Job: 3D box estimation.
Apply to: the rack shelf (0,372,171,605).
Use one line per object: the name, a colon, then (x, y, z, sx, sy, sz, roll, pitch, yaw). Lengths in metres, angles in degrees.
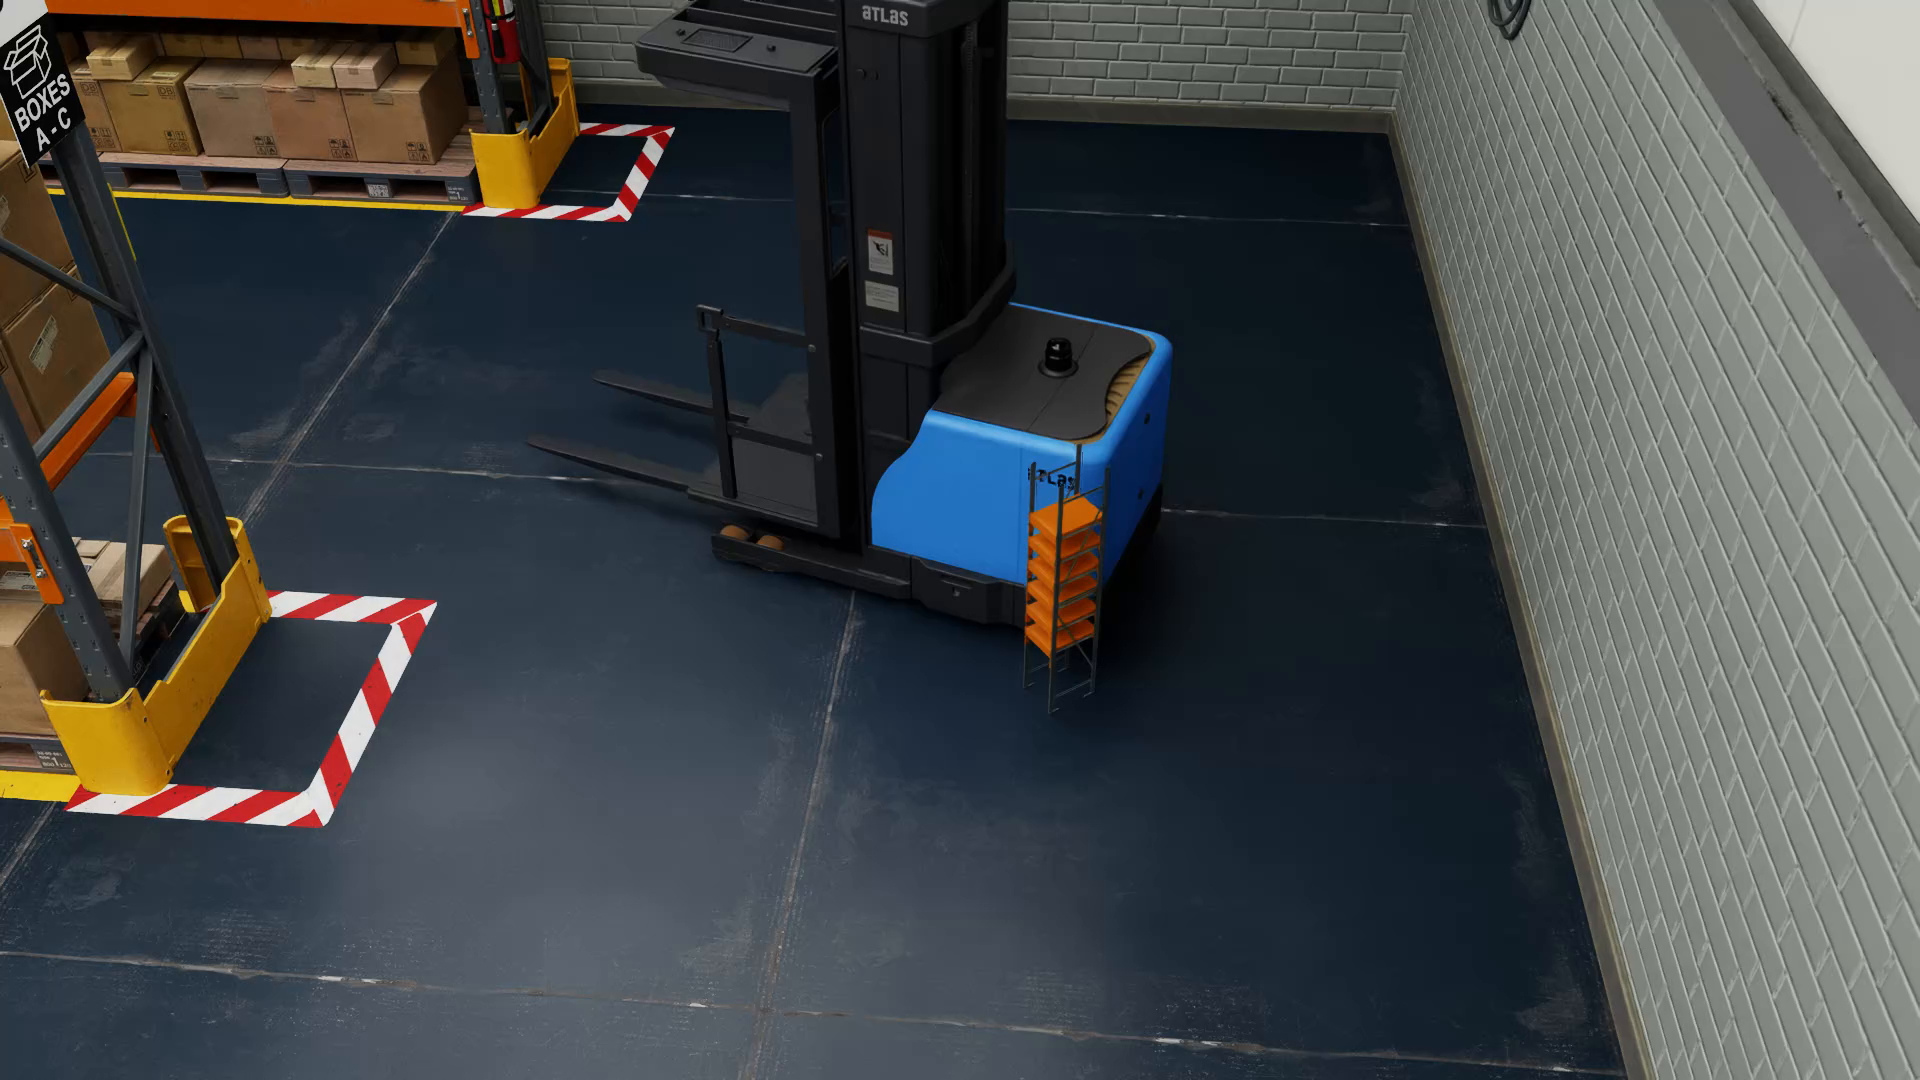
rack shelf: (-5.242, -0.337, 6.528, 4.000, 0.370, 1.077, 3, 39, 4)

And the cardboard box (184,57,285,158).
cardboard box: (-4.532, -2.845, 10.687, 0.500, 0.500, 0.700, 2, 39, 2)

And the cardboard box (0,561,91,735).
cardboard box: (-3.813, 0.417, 6.663, 0.500, 0.500, 0.500, 3, 39, 4)

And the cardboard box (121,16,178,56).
cardboard box: (-5.163, -3.257, 10.680, 0.250, 0.149, 0.380, 4, 39, 4)

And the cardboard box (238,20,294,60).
cardboard box: (-4.398, -3.216, 10.629, 0.250, 0.149, 0.380, 4, 39, 4)

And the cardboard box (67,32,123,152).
cardboard box: (-5.575, -2.899, 10.754, 0.500, 0.500, 0.700, 3, 39, 3)

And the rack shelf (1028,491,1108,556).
rack shelf: (0.423, -0.065, 6.550, 0.258, 0.103, 0.180, -23, 44, -25)

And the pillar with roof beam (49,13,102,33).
pillar with roof beam: (-6.410, -3.965, 5.664, 0.400, 9.000, 9.100, 3, 39, 4)

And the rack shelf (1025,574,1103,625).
rack shelf: (0.423, 0.214, 6.778, 0.258, 0.103, 0.180, -23, 44, -25)

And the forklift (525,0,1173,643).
forklift: (-0.615, -1.282, 7.174, 3.031, 2.935, 1.130, 15, 41, 17)

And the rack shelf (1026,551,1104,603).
rack shelf: (0.423, 0.121, 6.702, 0.258, 0.103, 0.180, -23, 44, -25)

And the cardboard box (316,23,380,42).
cardboard box: (-3.895, -3.189, 10.596, 0.250, 0.149, 0.380, 3, 39, 4)

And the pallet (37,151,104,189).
pallet: (-6.060, -2.668, 11.031, 1.213, 0.211, 1.003, 3, 39, 4)

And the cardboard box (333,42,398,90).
cardboard box: (-3.676, -2.935, 10.284, 0.250, 0.149, 0.380, 3, 39, 3)

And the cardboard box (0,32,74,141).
cardboard box: (-6.075, -2.929, 10.790, 0.500, 0.500, 0.700, 4, 39, 4)

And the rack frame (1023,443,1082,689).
rack frame: (0.373, 0.131, 6.809, 0.240, 1.200, 0.006, -23, 44, -25)

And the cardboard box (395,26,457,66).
cardboard box: (-3.390, -3.162, 10.562, 0.250, 0.149, 0.380, 3, 39, 4)

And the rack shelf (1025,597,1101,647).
rack shelf: (0.423, 0.307, 6.853, 0.258, 0.103, 0.180, -23, 44, -25)

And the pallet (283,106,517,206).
pallet: (-3.629, -2.535, 10.868, 1.213, 0.211, 1.003, 3, 39, 4)

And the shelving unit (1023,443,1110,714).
shelving unit: (0.423, 0.179, 6.750, 0.258, 1.200, 0.189, -23, 44, -25)

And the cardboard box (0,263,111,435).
cardboard box: (-3.669, -0.736, 6.369, 0.500, 0.500, 0.500, 4, 39, 5)

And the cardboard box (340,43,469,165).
cardboard box: (-3.532, -2.791, 10.621, 0.500, 0.500, 0.700, 3, 39, 4)

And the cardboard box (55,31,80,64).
cardboard box: (-5.749, -3.047, 10.421, 0.250, 0.149, 0.380, 4, 39, 5)

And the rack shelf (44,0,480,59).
rack shelf: (-4.819, -3.452, 10.356, 4.000, 0.370, 1.077, 3, 39, 4)

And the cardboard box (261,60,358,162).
cardboard box: (-4.030, -2.818, 10.654, 0.500, 0.500, 0.700, 3, 39, 4)

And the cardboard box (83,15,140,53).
cardboard box: (-5.414, -3.272, 10.697, 0.250, 0.149, 0.380, 2, 39, 2)

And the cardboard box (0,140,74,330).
cardboard box: (-3.669, -1.123, 6.053, 0.500, 0.500, 0.500, 4, 39, 5)

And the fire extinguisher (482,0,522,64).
fire extinguisher: (-2.716, -3.149, 9.770, 0.183, 0.674, 0.296, 3, 39, 4)

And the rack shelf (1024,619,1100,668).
rack shelf: (0.423, 0.400, 6.929, 0.258, 0.103, 0.180, -23, 44, -25)

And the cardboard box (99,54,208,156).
cardboard box: (-5.063, -2.870, 10.717, 0.500, 0.500, 0.700, 4, 39, 5)

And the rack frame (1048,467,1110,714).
rack frame: (0.474, 0.228, 6.690, 0.240, 1.200, 0.006, -23, 44, -25)

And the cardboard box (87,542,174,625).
cardboard box: (-3.637, 0.189, 7.222, 0.250, 0.149, 0.380, 3, 39, 4)

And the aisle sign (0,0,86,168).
aisle sign: (-3.156, -1.696, 5.569, 0.004, 0.787, 0.394, 3, 39, 4)

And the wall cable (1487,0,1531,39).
wall cable: (2.778, -4.212, 8.427, 0.112, 2.526, 3.097, 3, 39, 4)

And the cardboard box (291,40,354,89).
cardboard box: (-3.930, -2.949, 10.300, 0.250, 0.149, 0.380, 4, 39, 5)

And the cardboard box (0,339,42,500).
cardboard box: (-3.719, -0.399, 5.955, 0.500, 0.500, 0.500, 4, 39, 5)

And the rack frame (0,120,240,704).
rack frame: (-3.250, -0.507, 6.167, 0.127, 3.000, 1.000, 3, 39, 4)

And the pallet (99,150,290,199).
pallet: (-4.841, -2.603, 10.952, 1.213, 0.211, 1.003, 3, 39, 4)

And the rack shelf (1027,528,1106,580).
rack shelf: (0.423, 0.028, 6.626, 0.258, 0.103, 0.180, -23, 44, -25)

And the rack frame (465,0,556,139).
rack frame: (-2.826, -3.622, 9.995, 0.127, 3.000, 1.000, 3, 39, 4)

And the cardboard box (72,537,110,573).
cardboard box: (-3.886, 0.169, 7.233, 0.250, 0.166, 0.380, 3, 39, 4)

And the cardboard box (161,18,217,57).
cardboard box: (-4.906, -3.244, 10.663, 0.250, 0.149, 0.380, 2, 39, 3)

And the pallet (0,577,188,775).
pallet: (-4.120, 0.528, 7.105, 1.213, 0.211, 1.003, 3, 39, 4)

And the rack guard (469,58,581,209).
rack guard: (-2.802, -2.652, 10.782, 0.348, 0.500, 1.175, 3, 39, 4)

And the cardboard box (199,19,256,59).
cardboard box: (-4.653, -3.230, 10.646, 0.250, 0.149, 0.380, 4, 39, 4)

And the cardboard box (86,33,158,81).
cardboard box: (-5.229, -3.018, 10.386, 0.250, 0.149, 0.380, 2, 39, 3)

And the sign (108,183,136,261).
sign: (-3.203, -1.184, 6.313, 0.005, 0.325, 0.100, 3, 39, 4)

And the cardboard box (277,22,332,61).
cardboard box: (-4.144, -3.203, 10.613, 0.250, 0.149, 0.380, 3, 39, 4)

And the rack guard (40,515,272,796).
rack guard: (-3.325, 0.458, 6.961, 0.348, 0.500, 1.175, 3, 39, 4)
